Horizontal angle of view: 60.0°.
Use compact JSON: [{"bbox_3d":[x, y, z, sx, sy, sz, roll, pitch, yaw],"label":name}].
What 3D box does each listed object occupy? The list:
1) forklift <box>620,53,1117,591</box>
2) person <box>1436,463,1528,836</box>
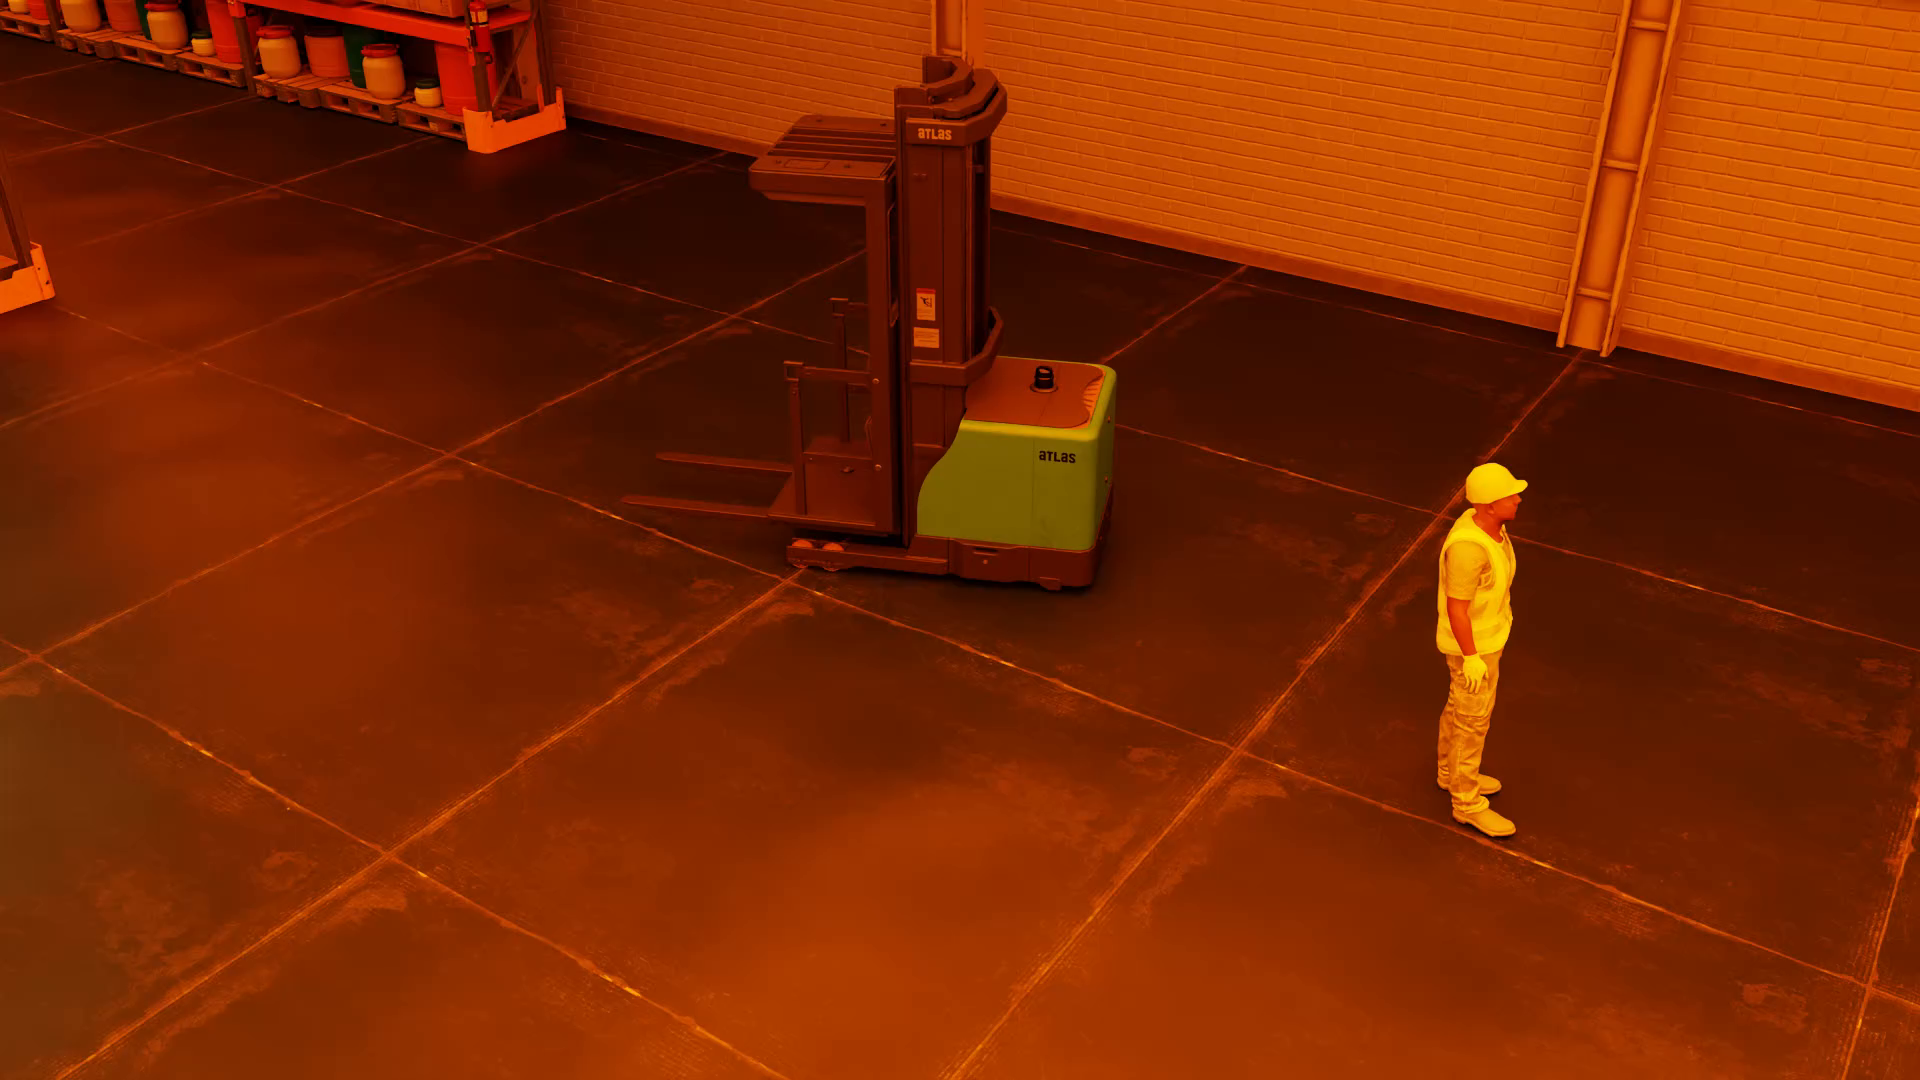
[{"bbox_3d":[-0.596,-1.330,9.871,3.031,2.935,1.130,6,31,10],"label":"forklift"},{"bbox_3d":[2.518,0.482,7.881,0.575,1.785,0.656,13,32,21],"label":"person"}]
